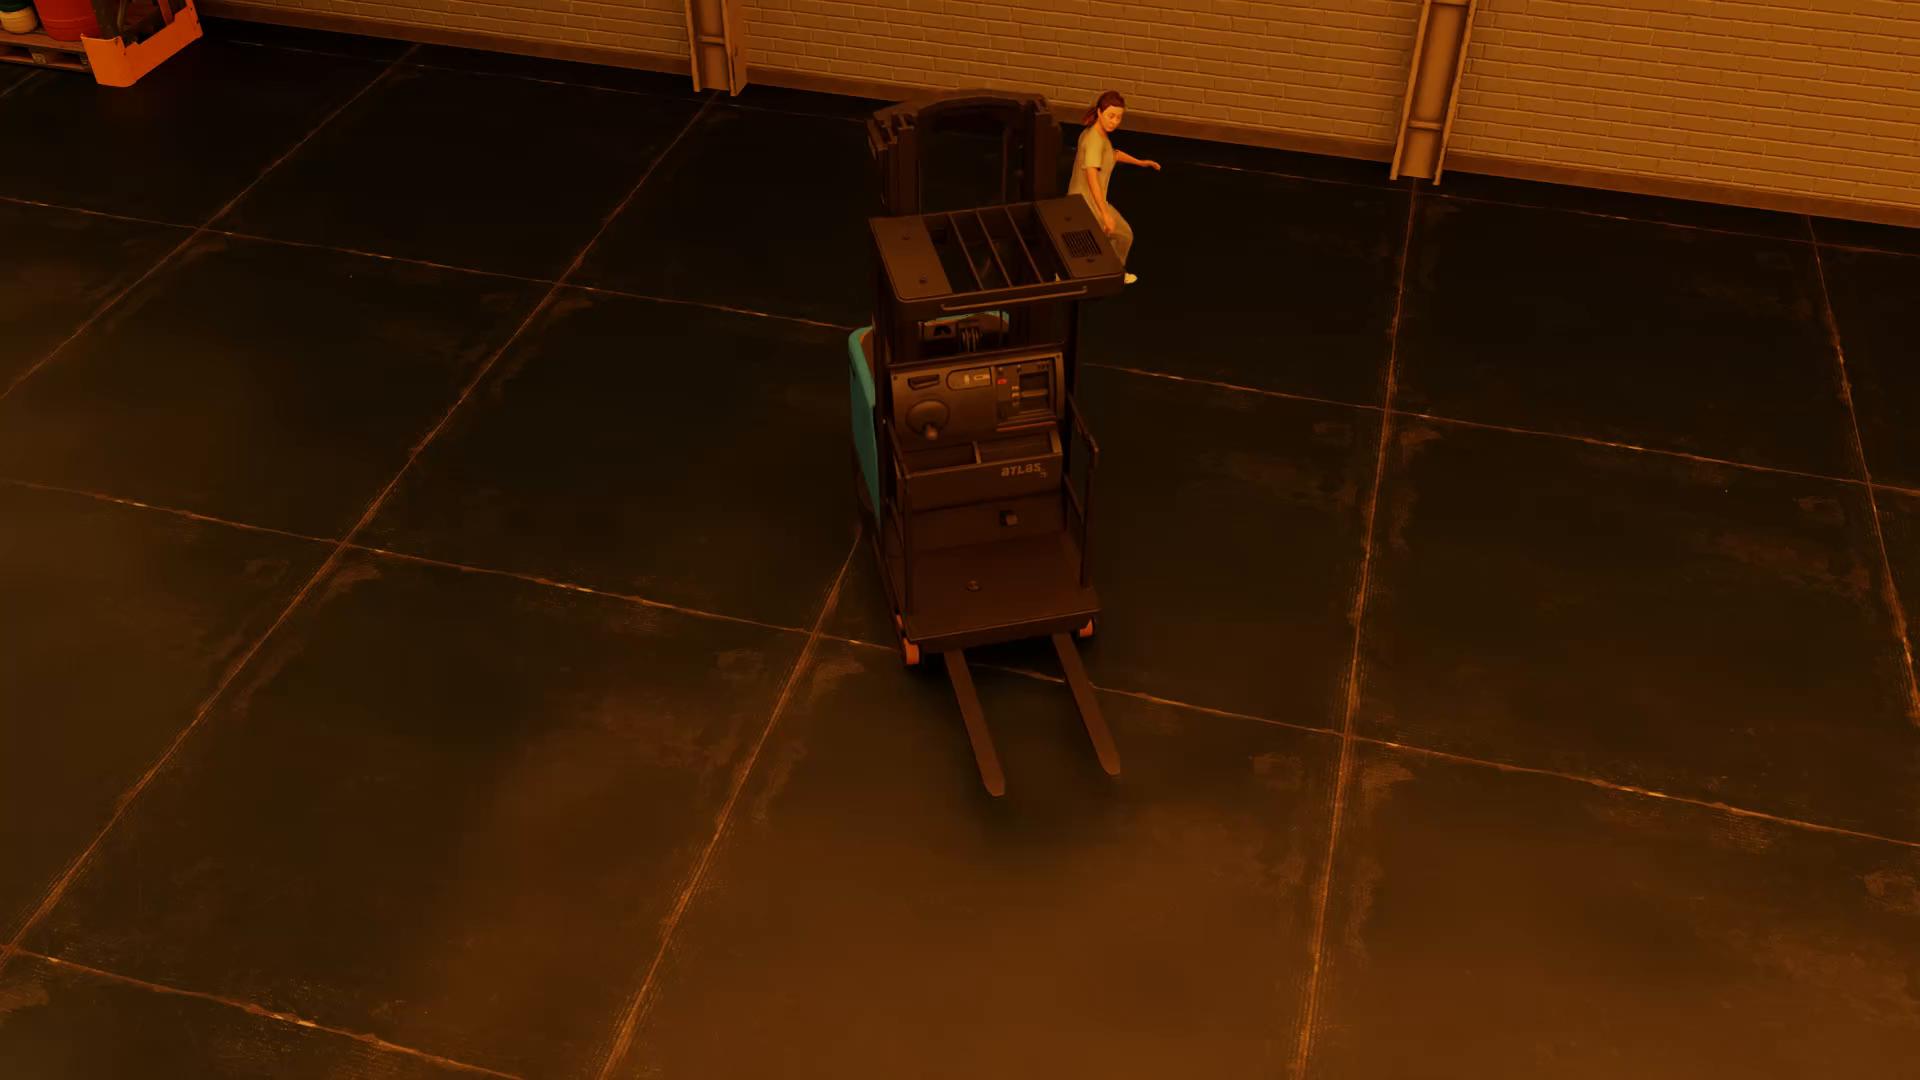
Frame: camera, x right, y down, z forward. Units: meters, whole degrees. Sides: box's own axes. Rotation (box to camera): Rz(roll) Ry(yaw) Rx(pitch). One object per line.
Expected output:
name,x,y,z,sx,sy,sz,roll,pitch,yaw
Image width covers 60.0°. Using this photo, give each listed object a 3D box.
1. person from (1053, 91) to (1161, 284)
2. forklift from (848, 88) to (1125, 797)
person,1.051,-2.349,11.611,0.804,1.544,0.761,-10,42,-11
forklift,0.148,-0.678,8.635,1.130,2.935,3.031,-9,42,-10
